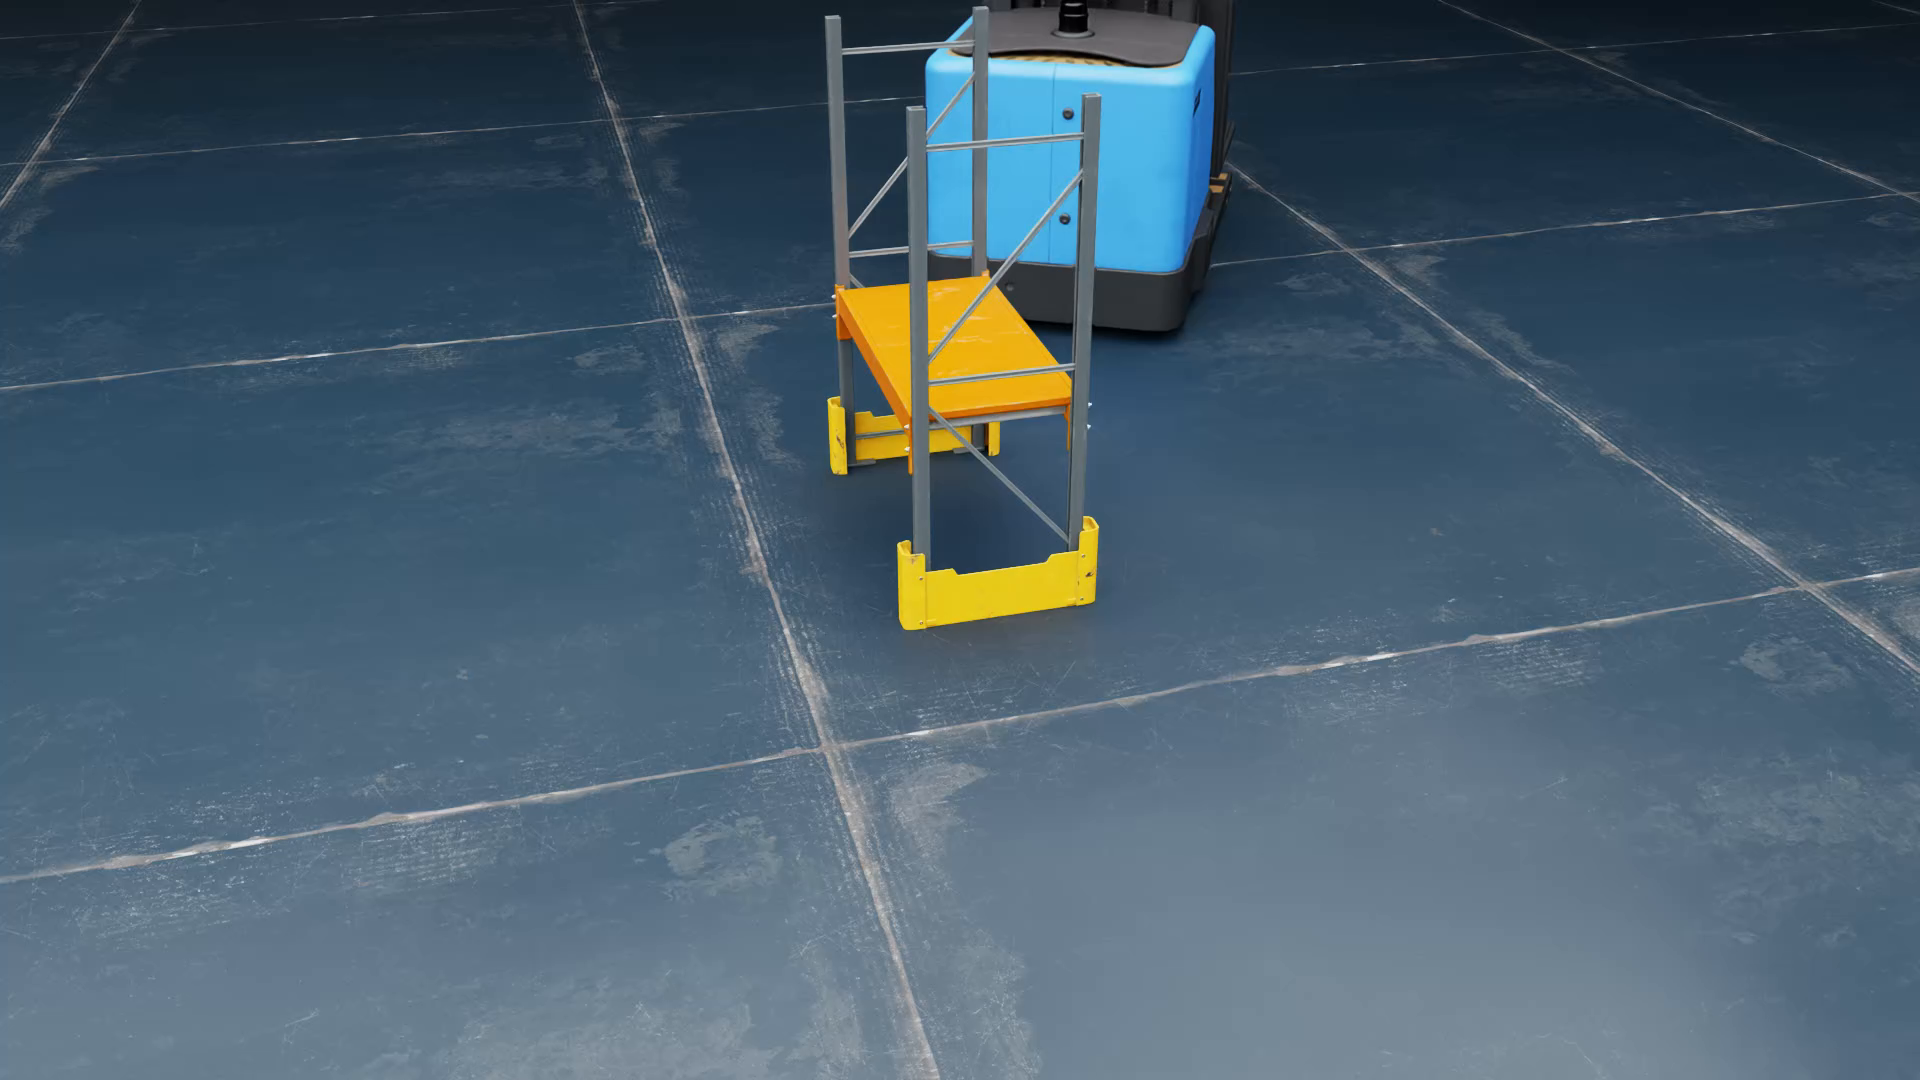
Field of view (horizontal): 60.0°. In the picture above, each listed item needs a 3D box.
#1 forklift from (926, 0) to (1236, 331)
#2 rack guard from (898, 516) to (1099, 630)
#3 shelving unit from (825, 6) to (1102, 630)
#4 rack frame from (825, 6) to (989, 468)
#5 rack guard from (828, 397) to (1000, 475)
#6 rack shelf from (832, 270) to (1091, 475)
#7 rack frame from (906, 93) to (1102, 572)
[{"bbox_3d":[0.695,-2.810,7.180,1.130,2.935,3.031,7,31,12],"label":"forklift"},{"bbox_3d":[0.112,0.096,4.835,0.587,0.250,0.087,-8,31,-13],"label":"rack guard"},{"bbox_3d":[-0.020,-0.686,4.938,0.587,1.500,1.083,-8,31,-13],"label":"shelving unit"},{"bbox_3d":[-0.158,-0.936,5.370,0.500,1.500,0.032,-8,31,-13],"label":"rack frame"},{"bbox_3d":[-0.152,-0.386,5.667,0.587,0.250,0.087,-8,31,-13],"label":"rack guard"},{"bbox_3d":[-0.023,-0.535,5.036,0.538,0.185,1.000,-8,31,-13],"label":"rack shelf"},{"bbox_3d":[0.112,-0.445,4.521,0.500,1.500,0.032,-8,31,-13],"label":"rack frame"}]
